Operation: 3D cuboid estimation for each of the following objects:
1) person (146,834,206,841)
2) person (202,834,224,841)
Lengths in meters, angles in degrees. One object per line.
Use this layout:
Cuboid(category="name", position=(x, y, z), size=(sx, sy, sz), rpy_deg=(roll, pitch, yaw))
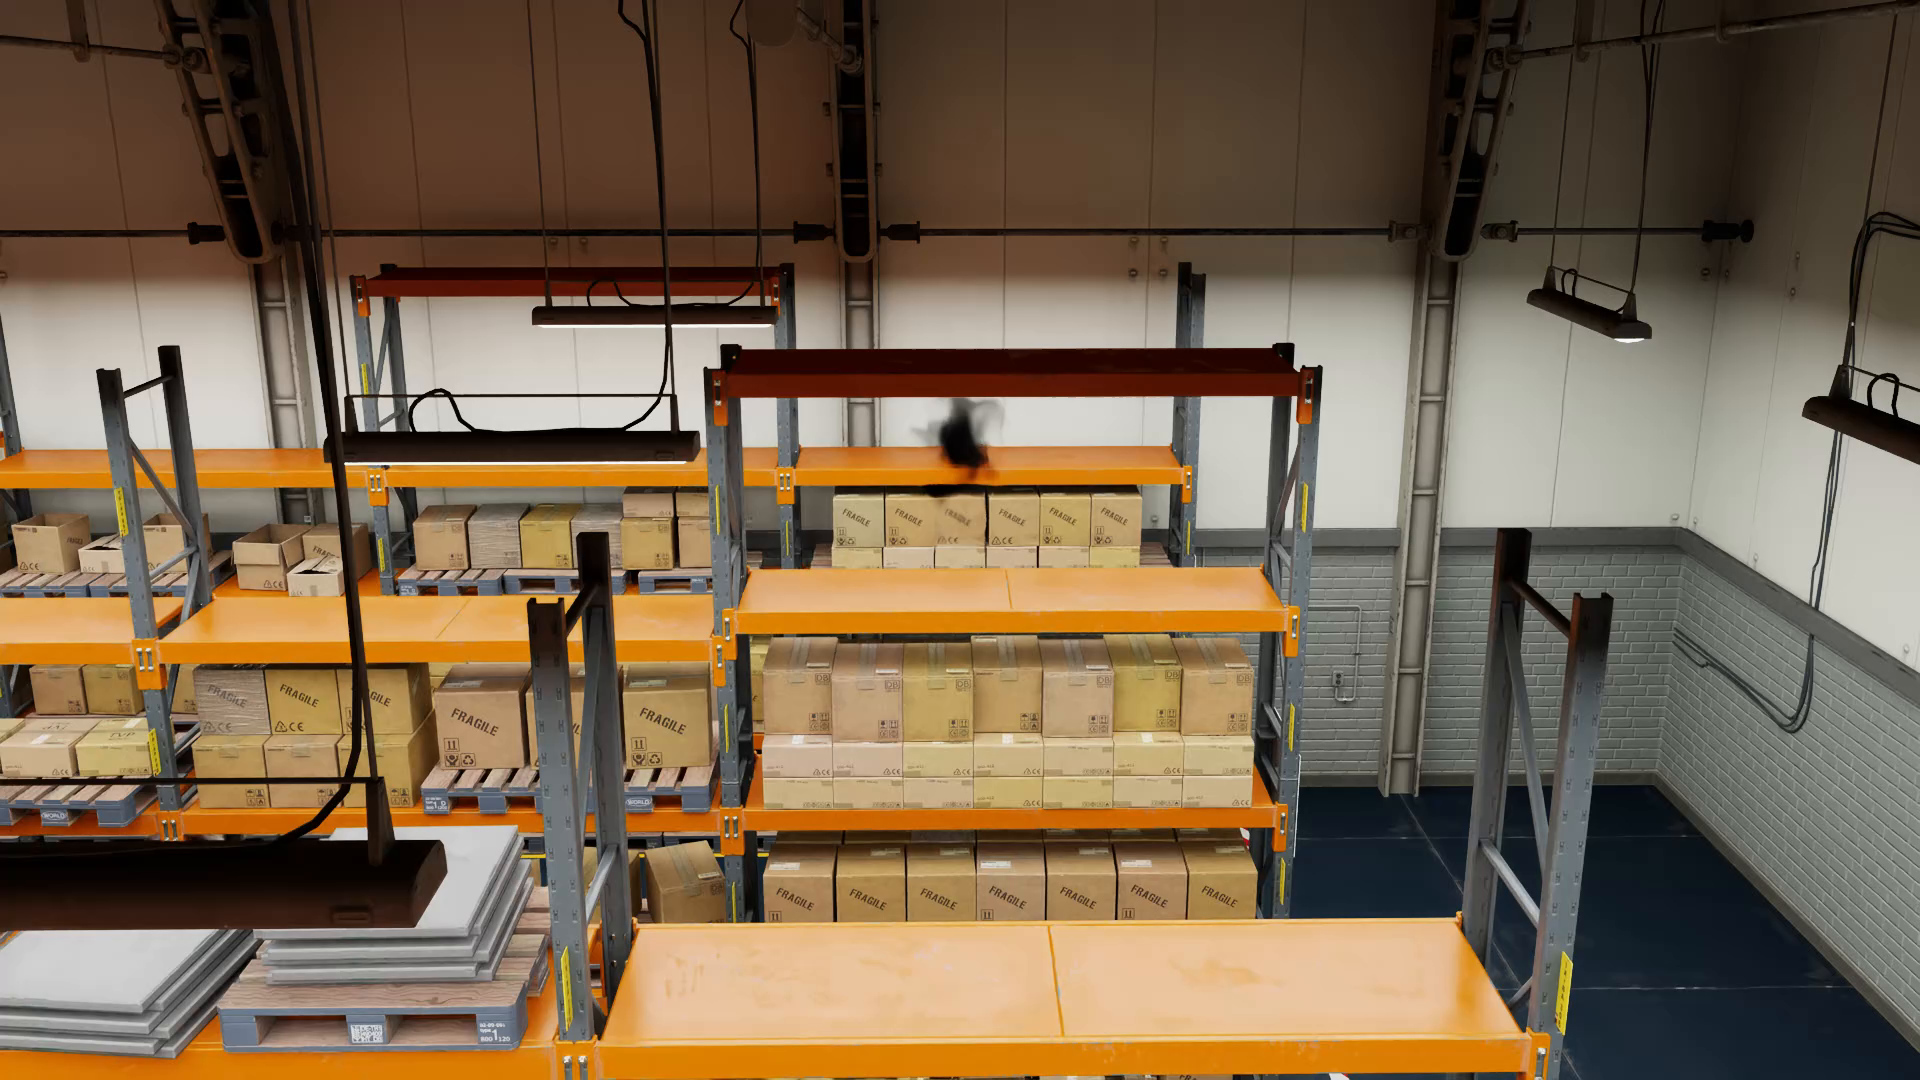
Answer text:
Cuboid(category="person", position=(-6.855, 3.223, 14.700), size=(0.874, 1.576, 0.712), rpy_deg=(1, 16, 5))
Cuboid(category="person", position=(-6.790, 2.924, 15.239), size=(0.971, 1.798, 0.698), rpy_deg=(-3, 16, -12))
